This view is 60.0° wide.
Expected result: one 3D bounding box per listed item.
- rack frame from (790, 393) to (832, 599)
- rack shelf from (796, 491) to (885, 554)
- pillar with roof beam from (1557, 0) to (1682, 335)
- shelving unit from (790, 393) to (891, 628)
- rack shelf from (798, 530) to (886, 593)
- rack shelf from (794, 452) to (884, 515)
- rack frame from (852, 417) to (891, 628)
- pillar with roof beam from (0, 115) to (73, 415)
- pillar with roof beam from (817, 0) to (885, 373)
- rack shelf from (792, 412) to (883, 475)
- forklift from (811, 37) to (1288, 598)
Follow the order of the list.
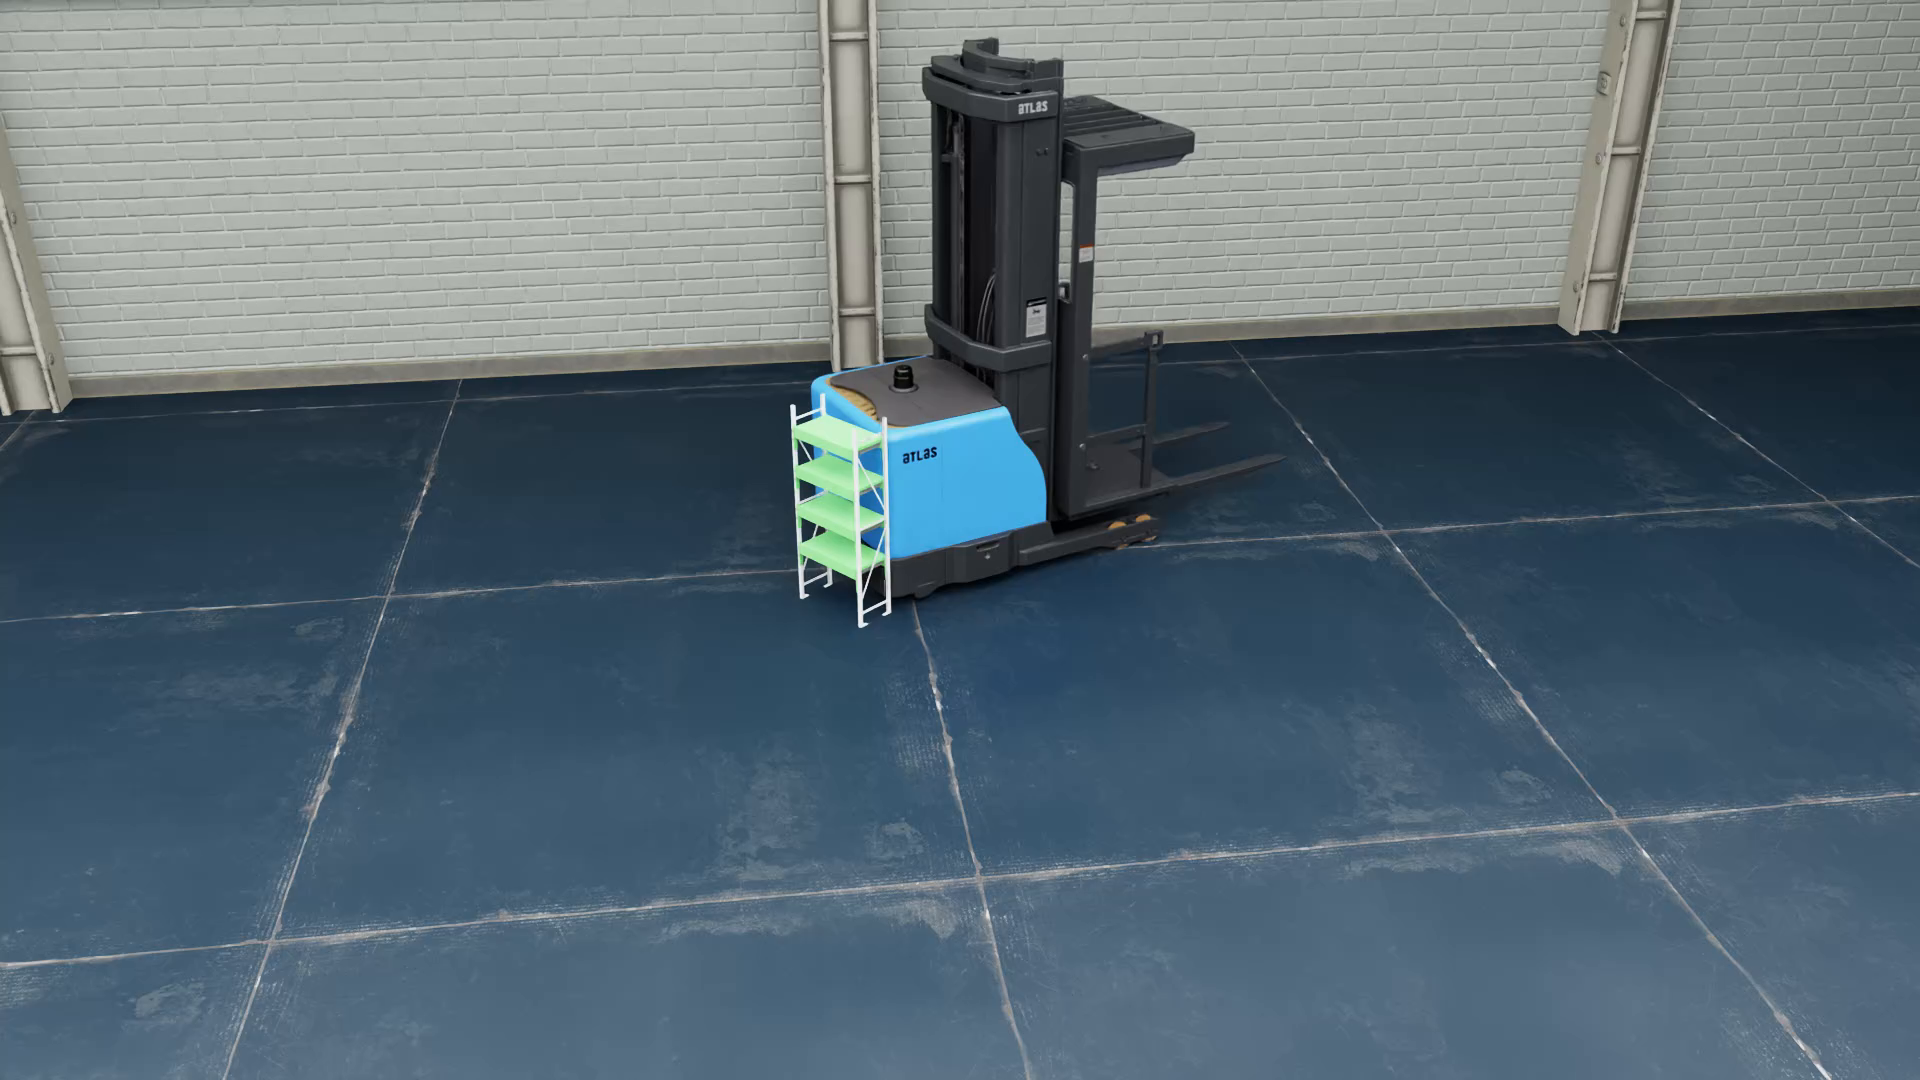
[{"bbox_3d":[-0.835,-0.236,9.395,0.015,1.200,0.240,23,35,37],"label":"rack frame"},{"bbox_3d":[-0.657,-0.103,9.276,0.480,0.148,0.258,23,35,37],"label":"rack shelf"},{"bbox_3d":[5.745,-3.802,7.802,0.400,9.000,9.100,-4,27,-7],"label":"pillar with roof beam"},{"bbox_3d":[-0.657,-0.160,9.247,0.503,1.200,0.258,23,35,37],"label":"shelving unit"},{"bbox_3d":[-0.657,0.111,9.386,0.480,0.148,0.258,23,35,37],"label":"rack shelf"},{"bbox_3d":[-0.657,-0.316,9.166,0.480,0.148,0.258,23,35,37],"label":"rack shelf"},{"bbox_3d":[-0.479,-0.083,9.098,0.015,1.200,0.240,23,35,37],"label":"rack frame"},{"bbox_3d":[-6.138,-3.039,6.315,0.400,9.000,9.100,-4,27,-7],"label":"pillar with roof beam"},{"bbox_3d":[-0.197,-3.420,7.059,0.400,9.000,9.100,-4,27,-7],"label":"pillar with roof beam"},{"bbox_3d":[-0.657,-0.530,9.057,0.480,0.148,0.258,23,35,37],"label":"rack shelf"},{"bbox_3d":[0.651,-1.443,9.852,3.031,2.935,1.130,-14,30,-26],"label":"forklift"}]
